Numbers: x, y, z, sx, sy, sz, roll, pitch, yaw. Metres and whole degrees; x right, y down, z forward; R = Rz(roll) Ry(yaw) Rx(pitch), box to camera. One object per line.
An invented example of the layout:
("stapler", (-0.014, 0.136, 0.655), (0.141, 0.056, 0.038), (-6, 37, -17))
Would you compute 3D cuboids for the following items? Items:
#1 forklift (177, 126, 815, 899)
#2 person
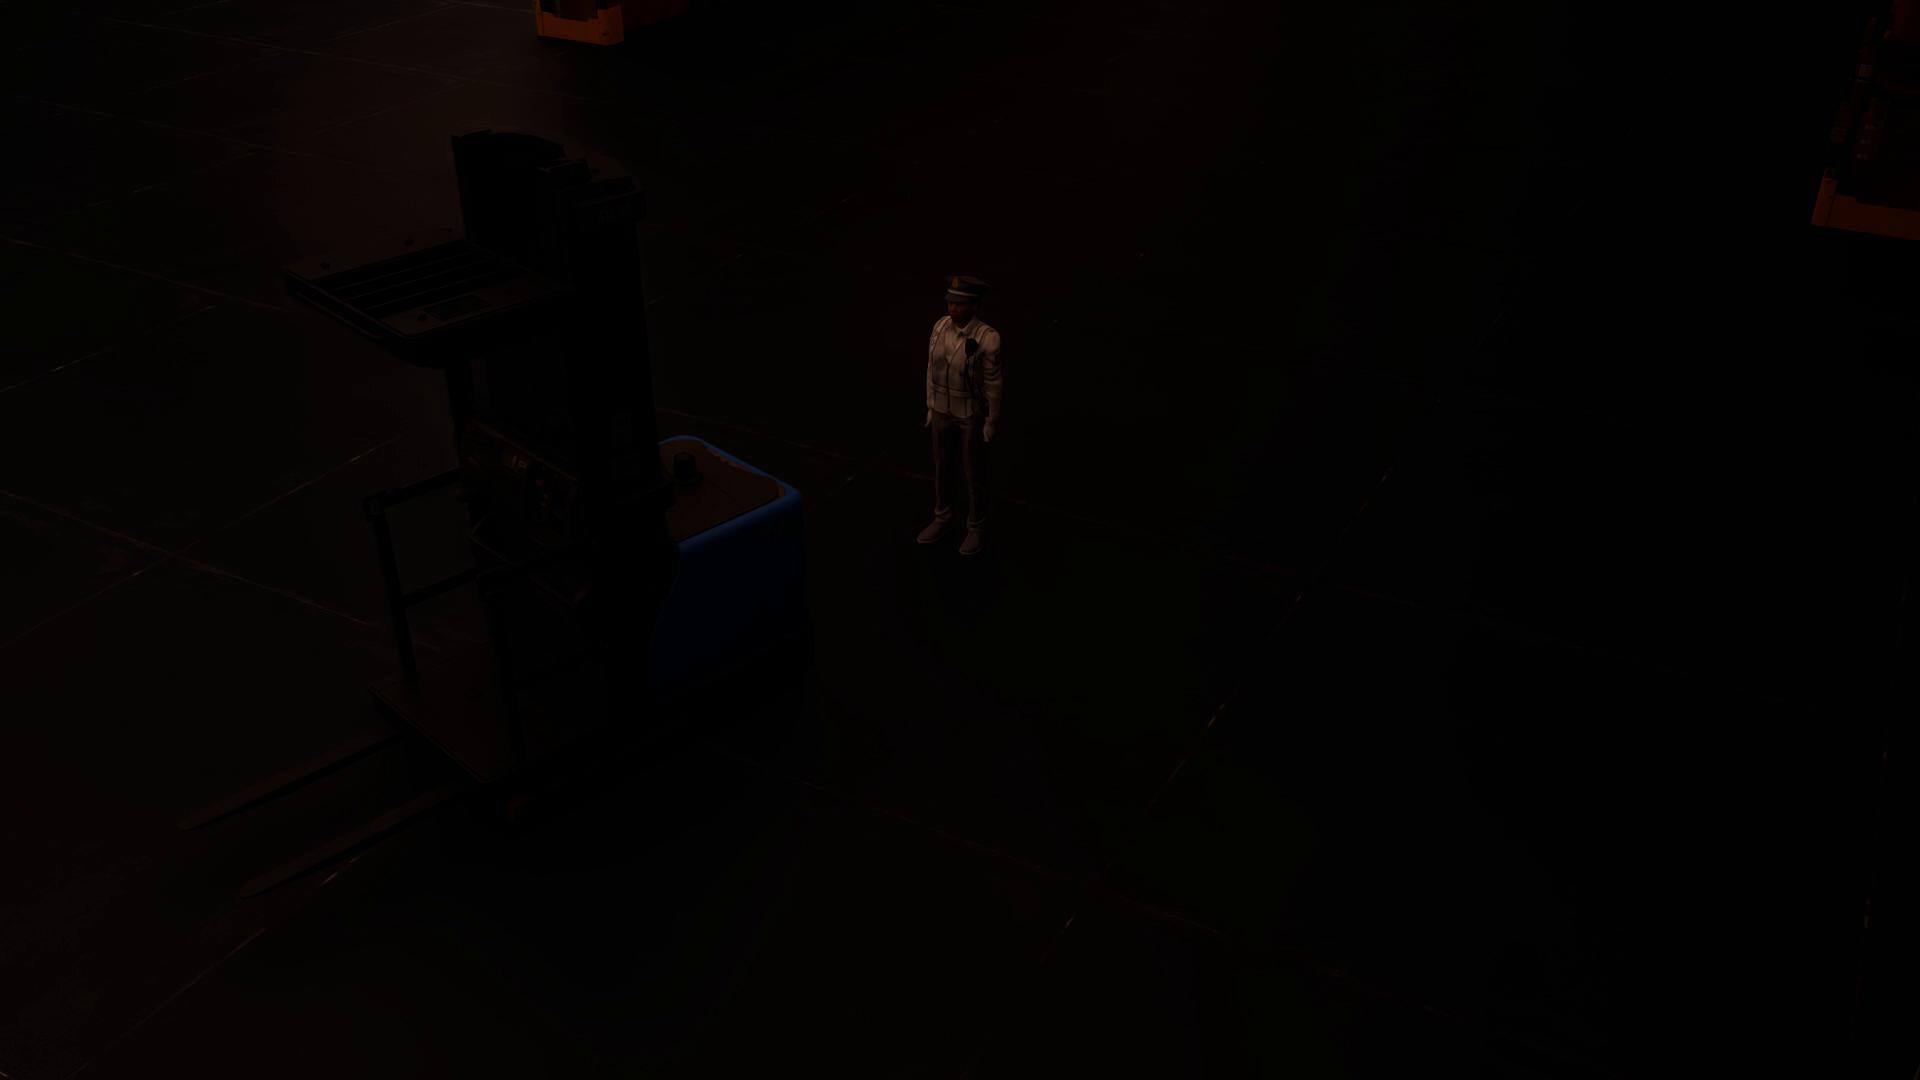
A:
("forklift", (-2.163, -0.229, 7.468), (3.031, 2.935, 1.130), (-27, 39, -38))
("person", (0.005, -0.729, 9.579), (0.461, 1.694, 0.353), (15, 33, 25))
